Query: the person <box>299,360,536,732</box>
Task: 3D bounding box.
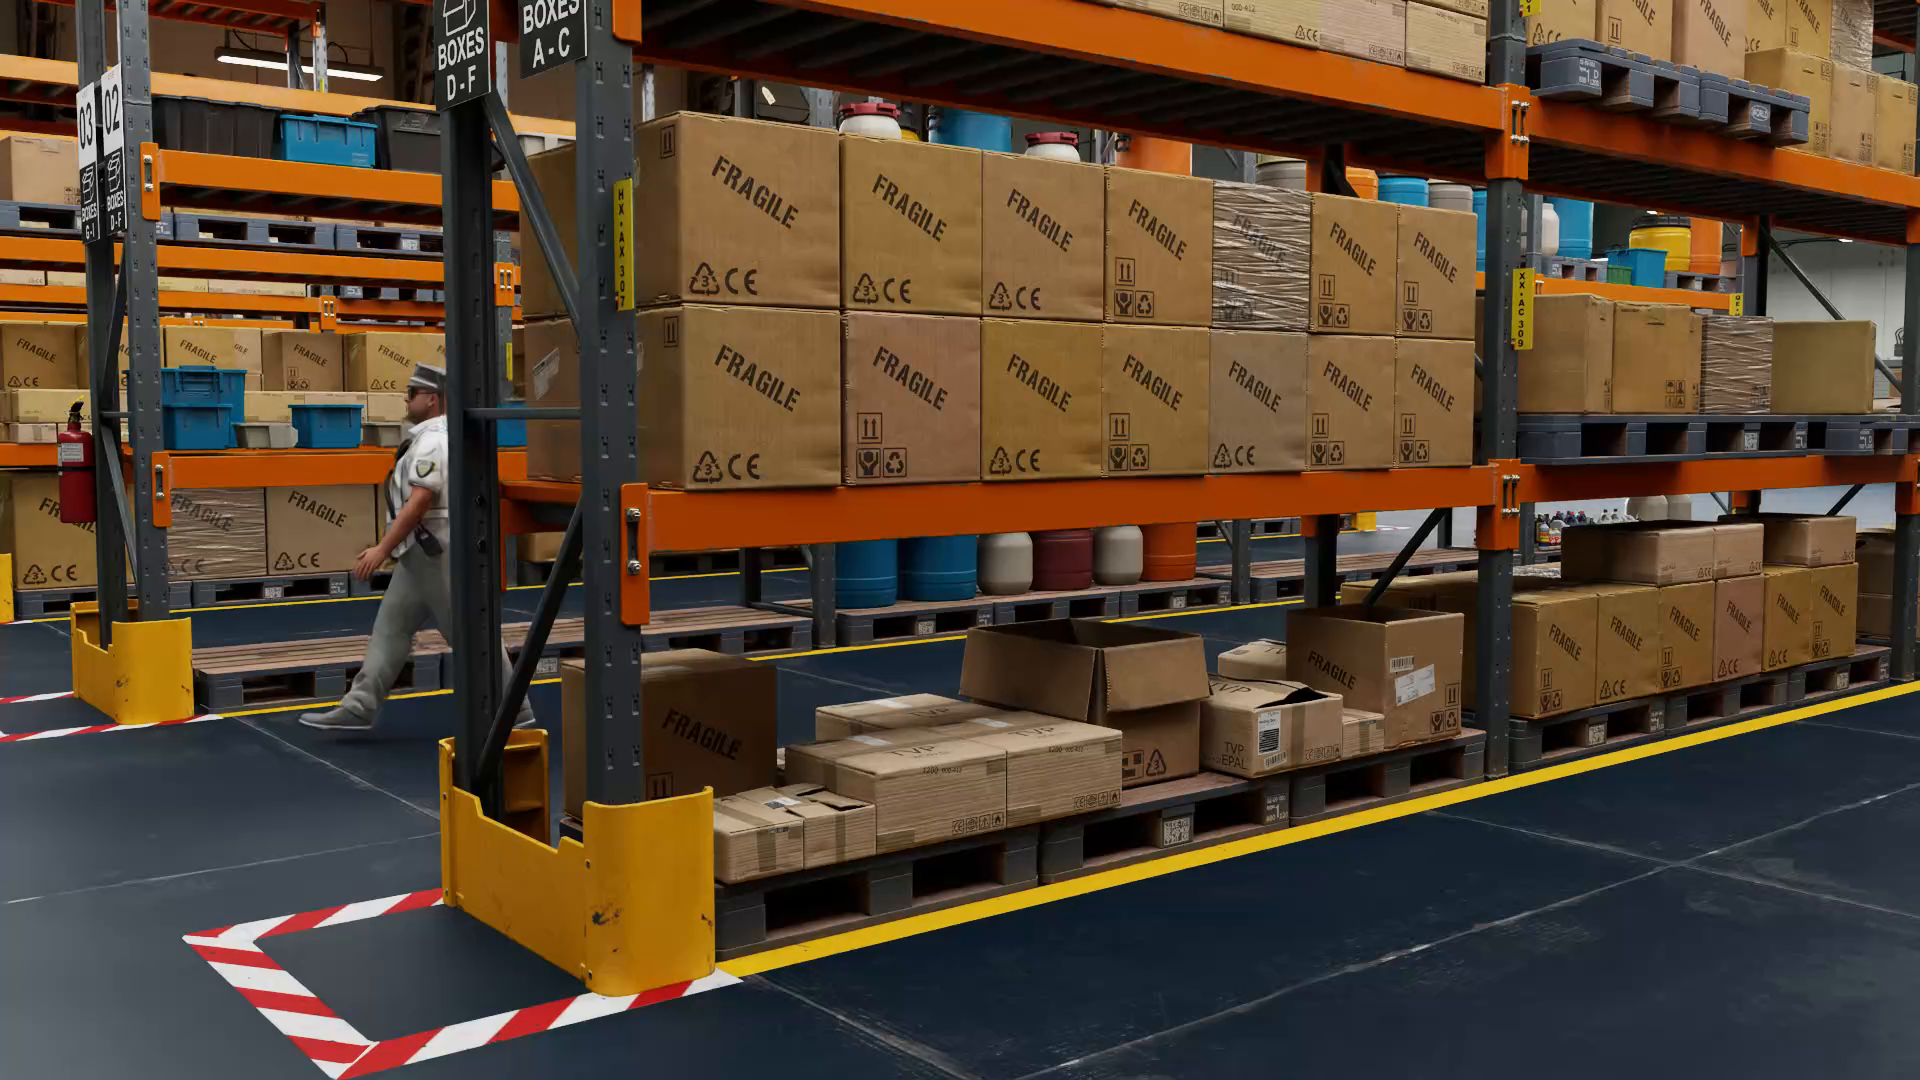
[{"bbox_3d":[-2.487,0.043,7.559,1.046,1.706,0.556,-1,4,-16],"label":"person"}]
